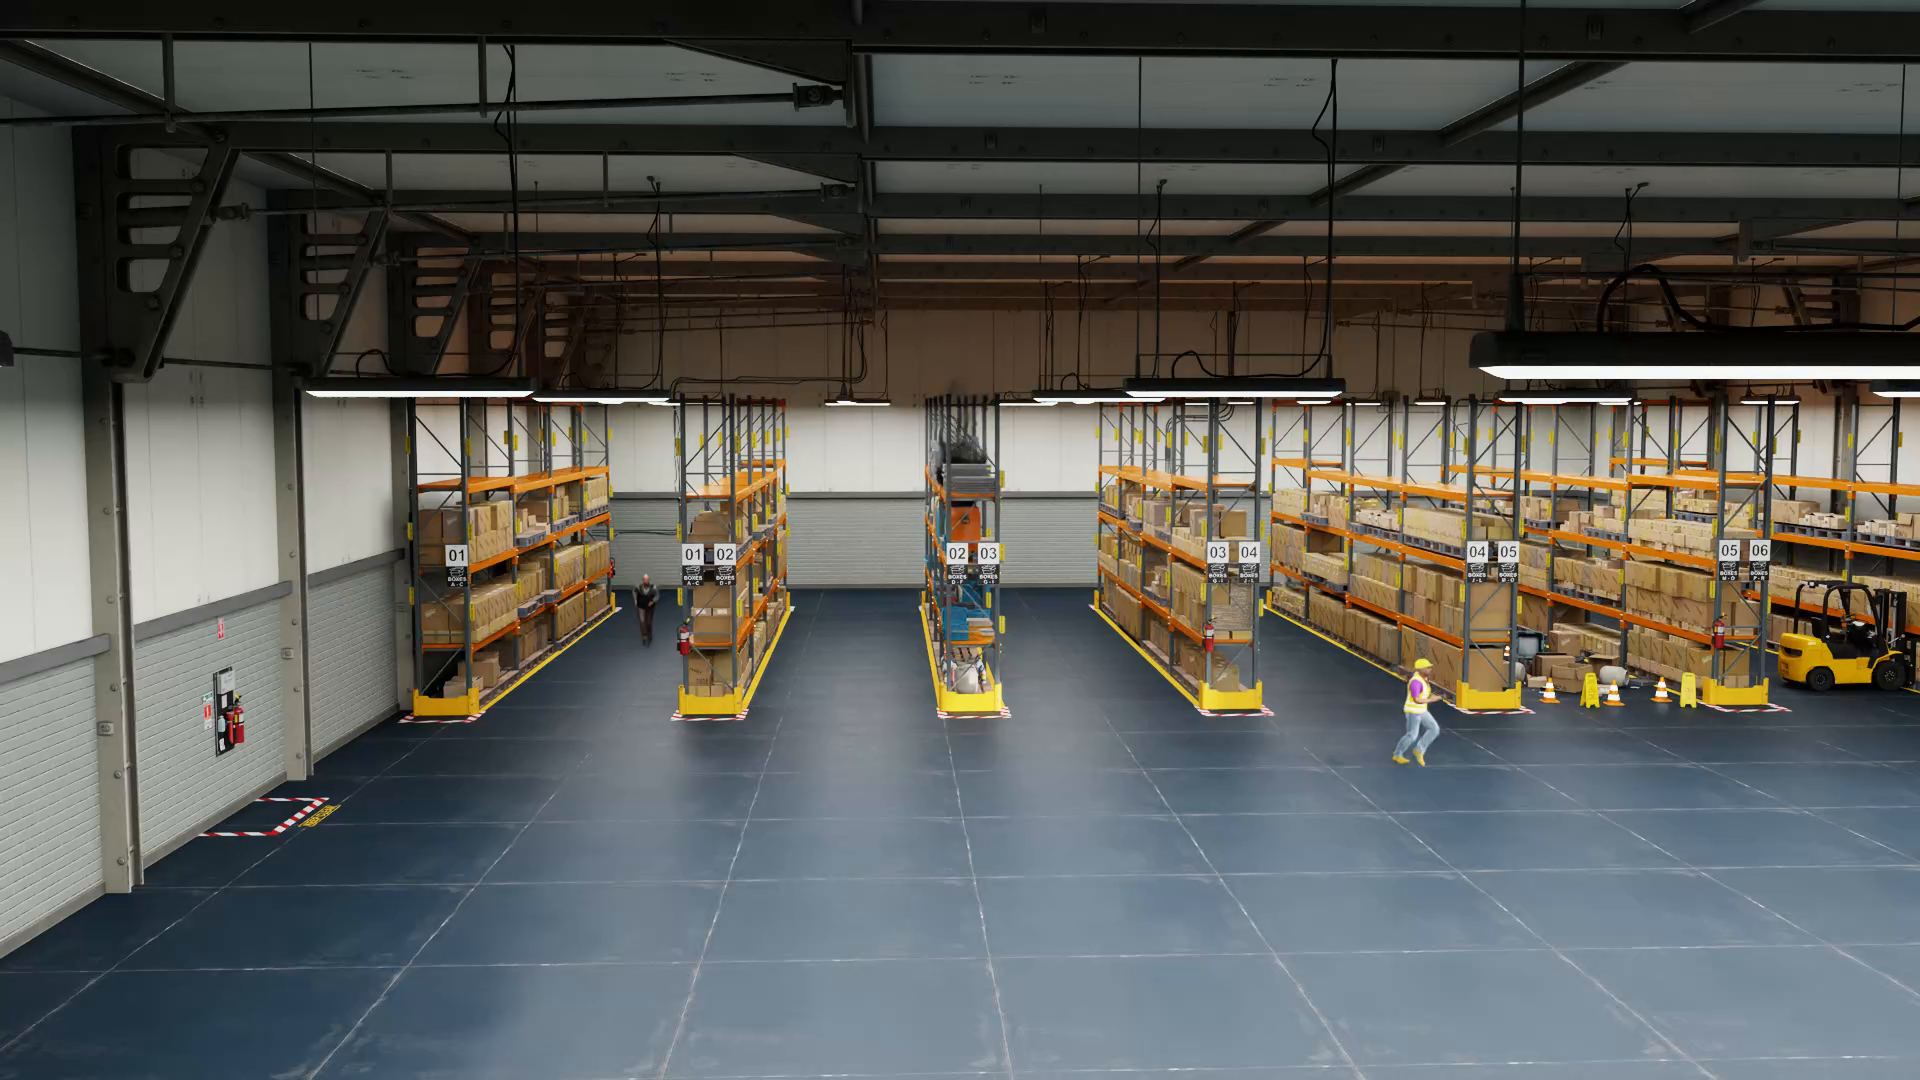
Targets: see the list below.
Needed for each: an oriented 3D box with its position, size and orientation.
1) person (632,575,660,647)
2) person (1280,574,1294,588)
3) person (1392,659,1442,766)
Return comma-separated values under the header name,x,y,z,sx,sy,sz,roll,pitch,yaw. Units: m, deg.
name,x,y,z,sx,sy,sz,roll,pitch,yaw
person,-7.629,1.681,40.471,0.673,1.720,0.993,-1,5,-6
person,9.638,0.995,48.974,0.957,1.667,0.559,-1,5,-16
person,7.304,2.748,26.519,0.795,1.733,0.735,3,5,31
